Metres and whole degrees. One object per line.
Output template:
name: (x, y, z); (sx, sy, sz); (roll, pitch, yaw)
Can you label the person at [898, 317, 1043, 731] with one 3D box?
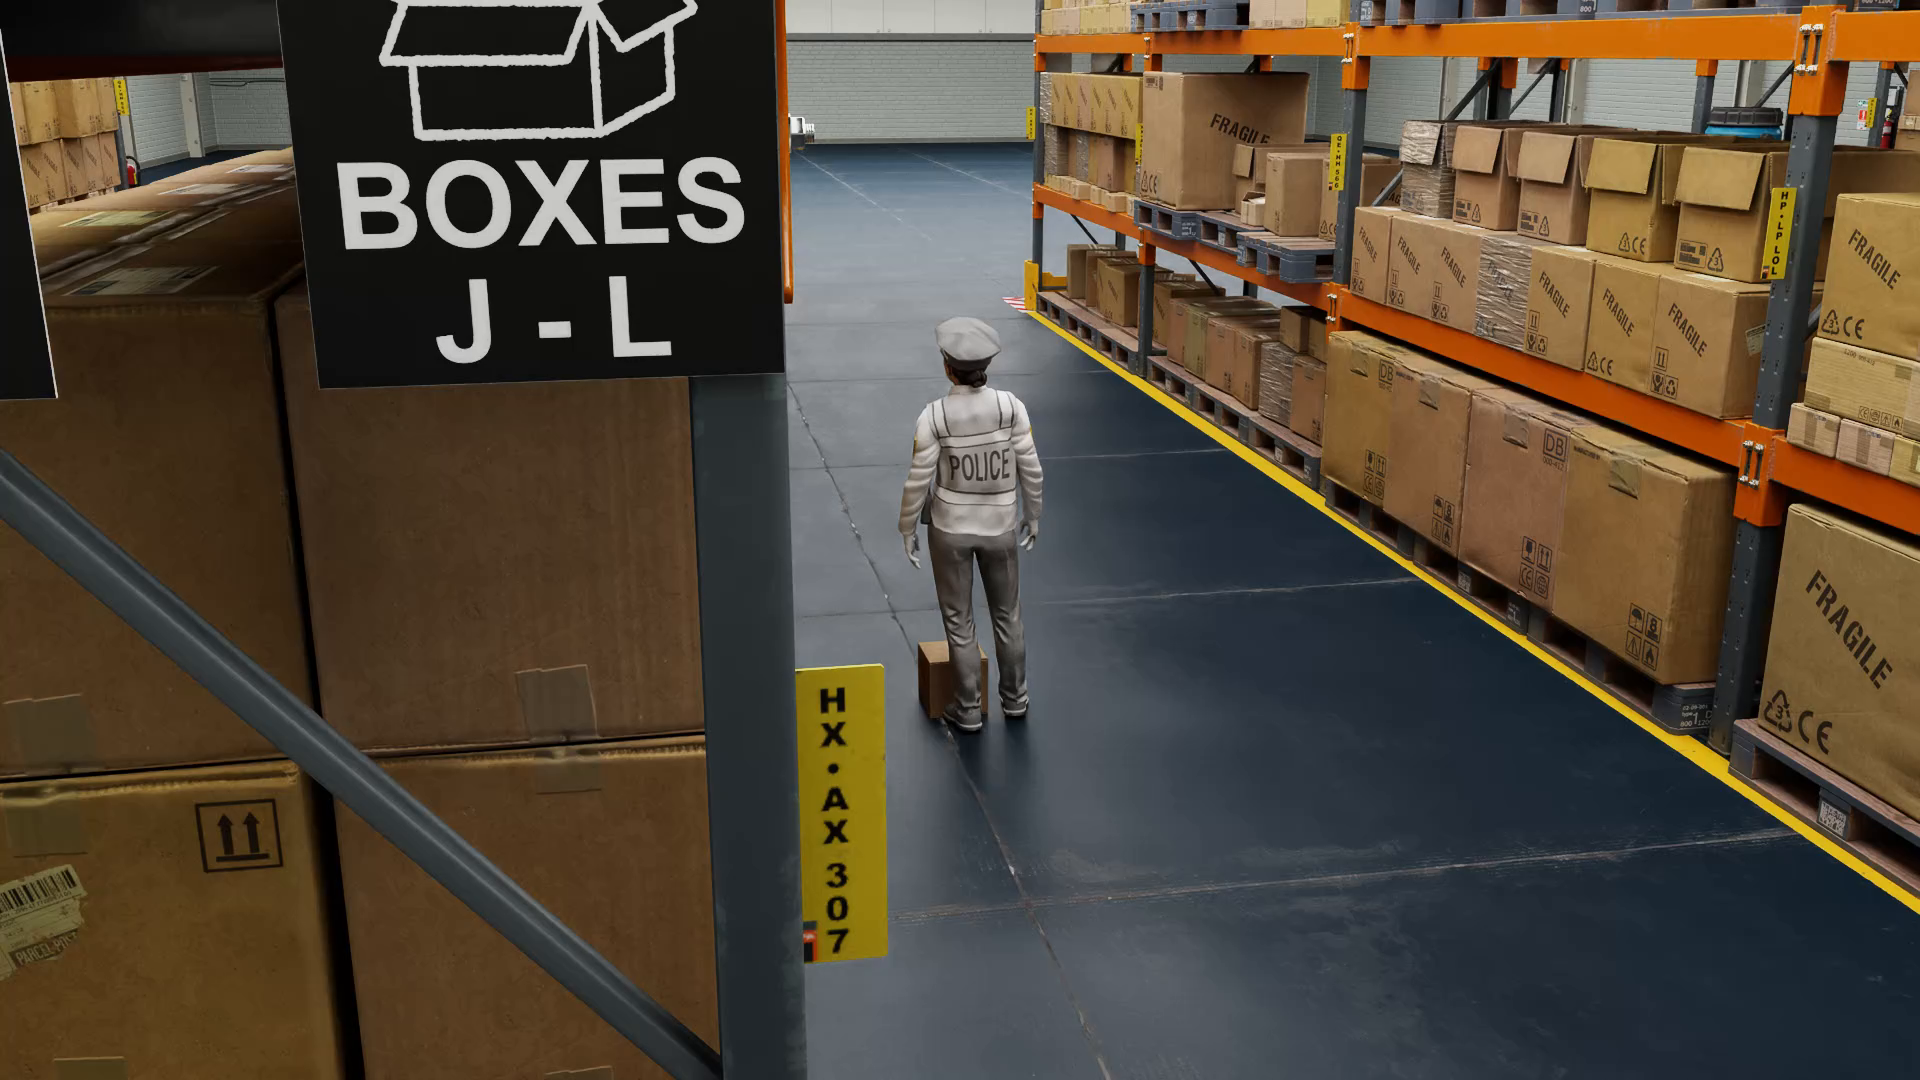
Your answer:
person: (0.038, -0.060, 6.648); (0.586, 1.694, 0.531); (-3, 17, -11)
